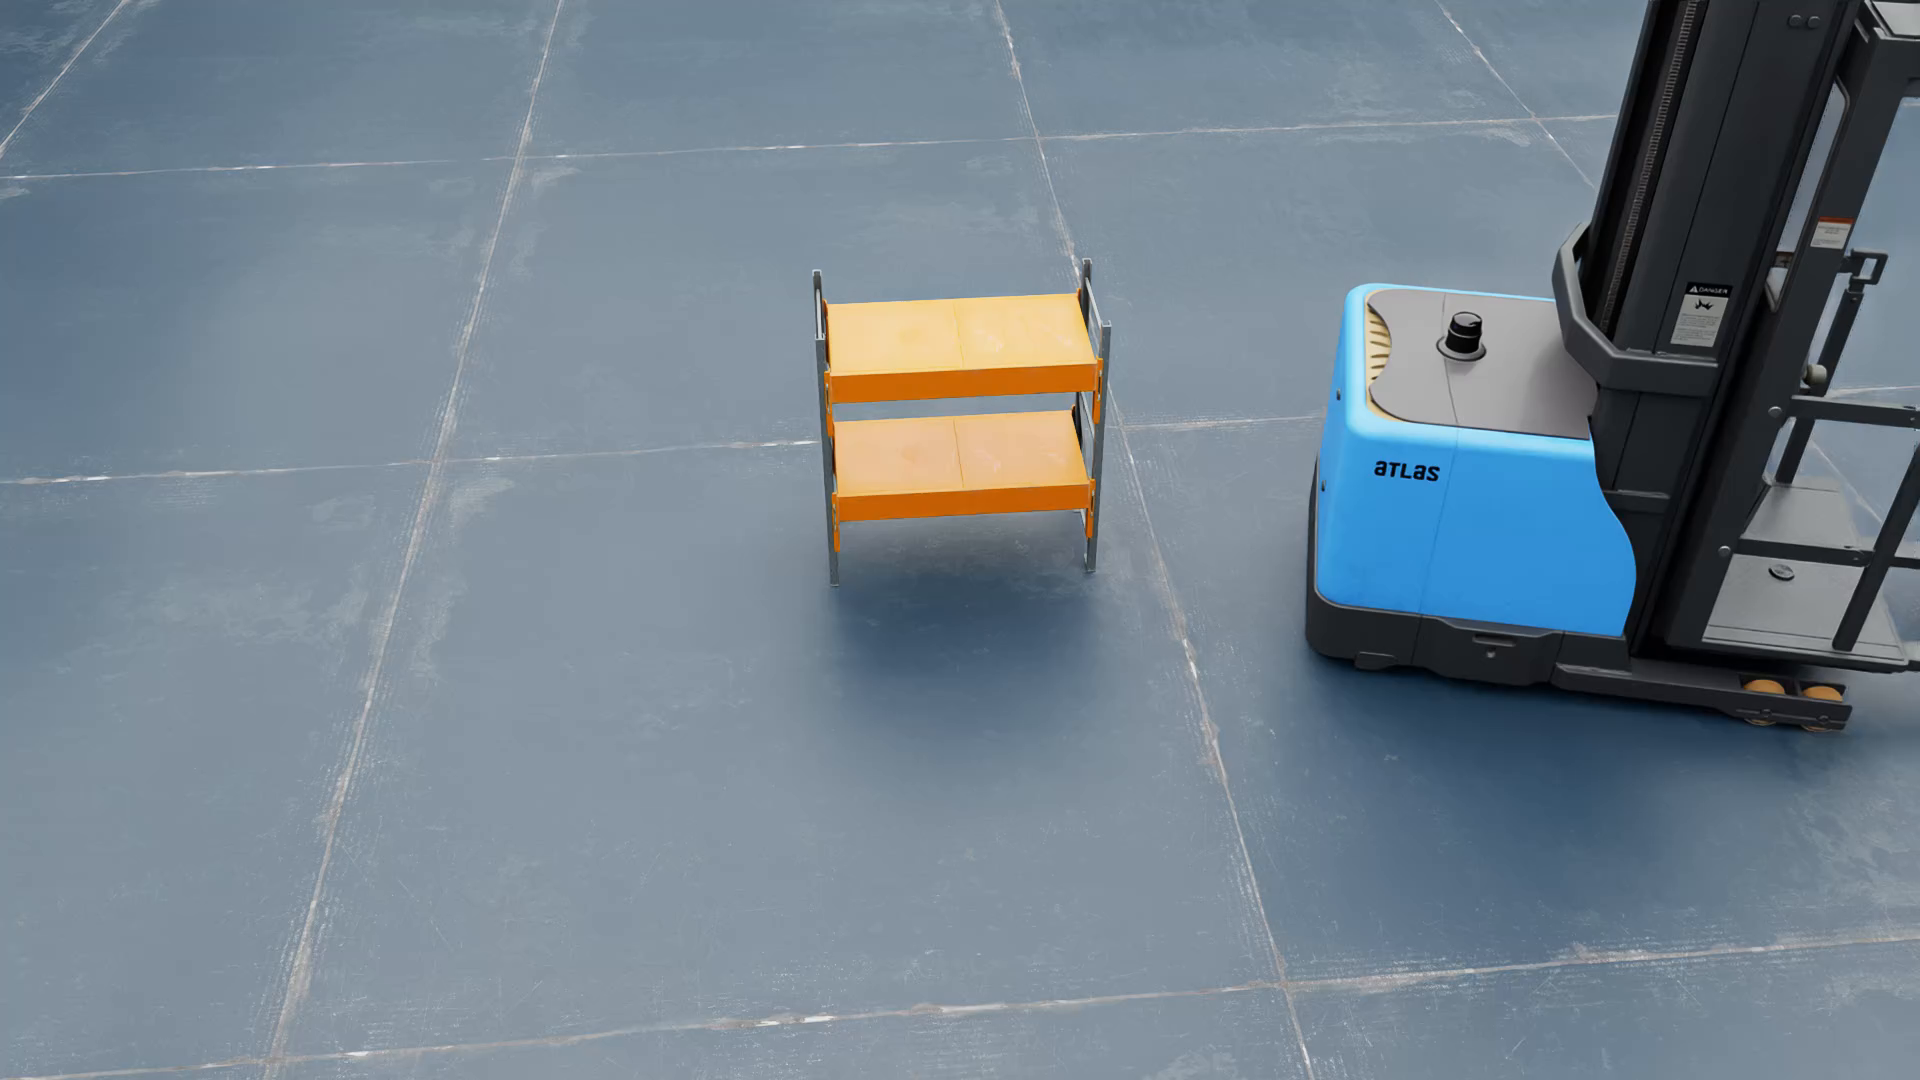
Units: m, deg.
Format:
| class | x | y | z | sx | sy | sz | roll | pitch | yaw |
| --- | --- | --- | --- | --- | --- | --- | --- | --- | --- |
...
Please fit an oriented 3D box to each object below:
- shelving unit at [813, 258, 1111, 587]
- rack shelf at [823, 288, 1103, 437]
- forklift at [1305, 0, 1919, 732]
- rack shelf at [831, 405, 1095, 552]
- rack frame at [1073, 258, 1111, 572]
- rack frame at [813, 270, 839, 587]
| class | x | y | z | sx | sy | sz | roll | pitch | yaw |
| --- | --- | --- | --- | --- | --- | --- | --- | --- | --- |
| shelving unit | -0.007 | -0.441 | 6.401 | 1.048 | 1.125 | 0.538 | -3 | 38 | -4 |
| rack shelf | -0.007 | -0.671 | 6.220 | 1.000 | 0.278 | 0.538 | -3 | 38 | -4 |
| forklift | 2.850 | -0.828 | 5.433 | 3.031 | 2.935 | 1.130 | 6 | 39 | 8 |
| rack shelf | -0.007 | -0.249 | 6.553 | 1.000 | 0.278 | 0.538 | -3 | 38 | -4 |
| rack frame | 0.500 | -0.469 | 6.436 | 0.032 | 1.125 | 0.500 | -3 | 38 | -4 |
| rack frame | -0.513 | -0.413 | 6.366 | 0.032 | 1.125 | 0.500 | -3 | 38 | -4 |
